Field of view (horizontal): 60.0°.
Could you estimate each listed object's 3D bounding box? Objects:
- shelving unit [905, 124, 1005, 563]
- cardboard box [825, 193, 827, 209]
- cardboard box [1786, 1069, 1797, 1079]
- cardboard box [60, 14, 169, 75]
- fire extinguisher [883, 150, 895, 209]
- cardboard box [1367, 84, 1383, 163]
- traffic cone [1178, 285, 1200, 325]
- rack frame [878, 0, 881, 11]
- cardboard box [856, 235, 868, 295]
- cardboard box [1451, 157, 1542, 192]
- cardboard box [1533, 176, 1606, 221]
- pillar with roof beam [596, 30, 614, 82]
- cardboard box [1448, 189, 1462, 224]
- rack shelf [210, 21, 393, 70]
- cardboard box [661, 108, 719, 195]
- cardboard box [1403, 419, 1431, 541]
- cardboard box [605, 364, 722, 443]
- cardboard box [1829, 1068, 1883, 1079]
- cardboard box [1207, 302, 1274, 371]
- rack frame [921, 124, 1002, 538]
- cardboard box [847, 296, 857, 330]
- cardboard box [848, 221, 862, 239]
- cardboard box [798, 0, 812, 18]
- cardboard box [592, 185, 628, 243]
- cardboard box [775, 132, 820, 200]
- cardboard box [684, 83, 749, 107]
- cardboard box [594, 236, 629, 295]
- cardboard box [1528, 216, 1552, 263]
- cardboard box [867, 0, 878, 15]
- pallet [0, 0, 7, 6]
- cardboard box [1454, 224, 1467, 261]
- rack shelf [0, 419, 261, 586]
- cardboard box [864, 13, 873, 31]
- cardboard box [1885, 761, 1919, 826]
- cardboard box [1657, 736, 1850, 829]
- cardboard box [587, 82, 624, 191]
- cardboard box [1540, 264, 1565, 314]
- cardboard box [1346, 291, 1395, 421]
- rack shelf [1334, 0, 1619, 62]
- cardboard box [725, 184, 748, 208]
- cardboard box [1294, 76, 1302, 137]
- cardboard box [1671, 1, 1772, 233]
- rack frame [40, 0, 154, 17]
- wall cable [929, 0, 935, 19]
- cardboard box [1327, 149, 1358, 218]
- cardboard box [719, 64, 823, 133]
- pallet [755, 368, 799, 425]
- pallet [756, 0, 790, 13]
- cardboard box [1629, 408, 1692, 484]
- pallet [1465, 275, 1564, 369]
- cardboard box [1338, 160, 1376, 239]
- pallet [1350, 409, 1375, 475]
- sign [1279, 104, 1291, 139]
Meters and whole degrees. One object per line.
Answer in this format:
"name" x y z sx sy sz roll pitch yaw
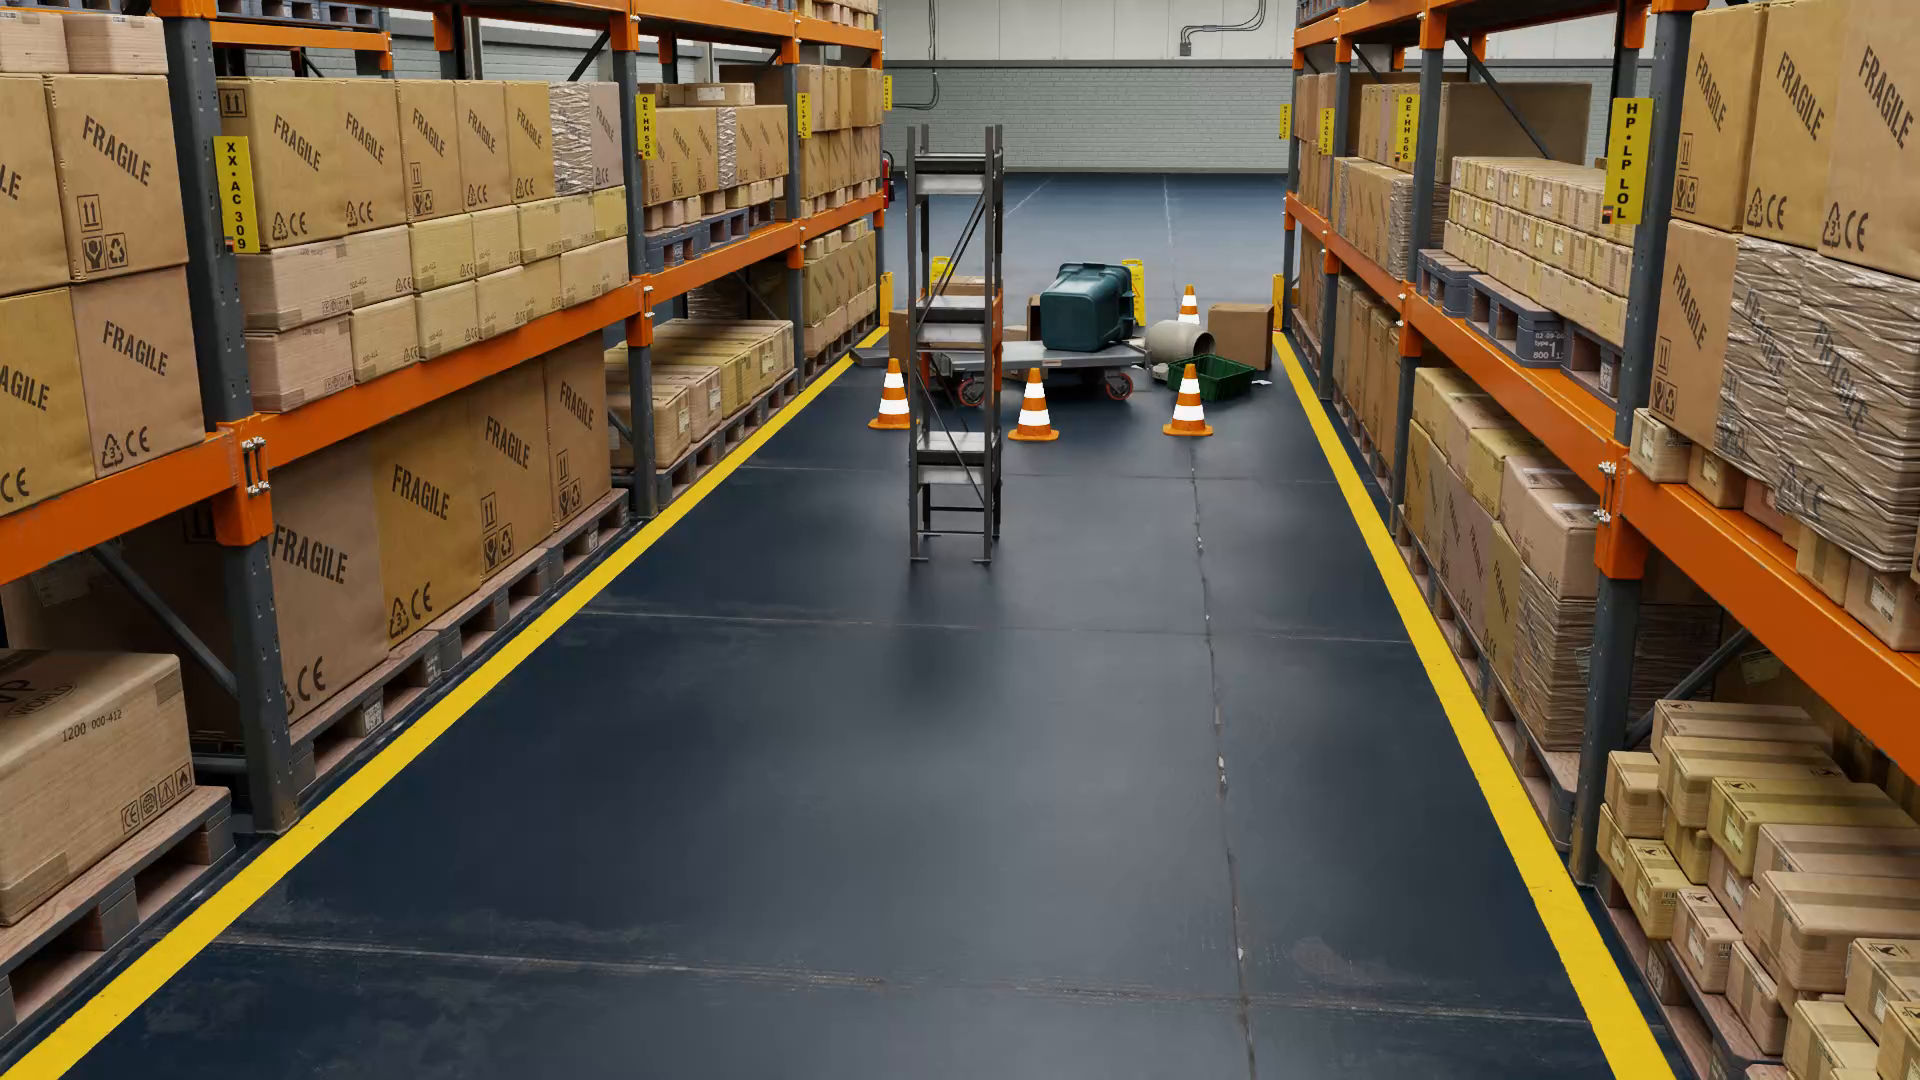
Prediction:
"shelving unit" -0.019 -0.971 8.229 0.431 2.100 0.503 2 15 6
"cardboard box" -1.321 -2.840 13.901 0.380 0.149 0.250 2 15 6
"cardboard box" 1.848 1.171 3.241 0.380 0.149 0.250 1 15 5
"cardboard box" -2.334 -1.299 4.370 0.380 0.149 0.250 1 15 5
"fire extinguisher" -0.791 -3.635 16.508 0.296 0.674 0.183 2 15 6
"cardboard box" 3.110 -2.768 11.046 0.700 0.500 0.500 1 15 5
"traffic cone" 2.197 -2.217 15.973 0.336 0.463 0.334 2 15 6
"rack frame" -1.262 -6.553 15.656 1.000 3.000 0.127 2 15 6
"cardboard box" -1.149 -2.543 15.347 0.500 0.500 0.500 2 15 8
"cardboard box" 2.520 -1.716 7.797 0.380 0.149 0.250 2 15 6
"cardboard box" 2.313 -1.241 6.043 0.380 0.149 0.250 1 15 4
"pillar with roof beam" -1.537 -9.529 26.664 9.100 9.000 0.400 2 15 6
"cardboard box" 2.511 -1.568 7.821 0.380 0.149 0.250 2 15 9
"rack shelf" -6.420 -4.384 14.760 1.077 0.370 4.000 2 15 6
"cardboard box" -1.779 -2.360 10.076 0.500 0.500 0.500 2 15 7
"cardboard box" 2.432 -0.282 7.944 0.500 0.500 0.500 1 15 4
"cardboard box" -2.016 -0.854 10.303 0.950 0.372 0.625 1 15 5
"cardboard box" 1.792 1.090 2.973 0.380 0.149 0.250 2 15 7
"cardboard box" 2.372 -1.727 14.087 0.500 0.500 0.500 4 16 16
"rack frame" 0.009 -1.034 8.463 0.400 2.100 0.015 2 15 6
"cardboard box" -1.206 -2.045 14.940 0.500 0.250 0.500 1 15 4
"cardboard box" -1.099 -2.829 15.163 0.380 0.149 0.250 2 15 7
"cardboard box" -1.347 -4.086 12.760 0.380 0.149 0.250 2 15 6
"cardboard box" -1.967 -1.618 8.227 0.500 0.250 0.500 2 15 6
"cardboard box" -1.387 -2.917 12.942 0.500 0.500 0.500 2 15 6
"cardboard box" -1.613 -2.950 11.015 0.380 0.149 0.250 1 15 4
"cardboard box" -1.964 -1.371 8.272 0.500 0.250 0.500 1 15 4
"cardboard box" 2.308 -1.101 6.094 0.380 0.149 0.250 2 15 7
"cardboard box" -1.052 -5.035 15.508 0.500 0.250 0.500 2 15 6
"pallet" -6.986 -3.553 10.669 1.003 0.211 1.213 2 15 9
"cardboard box" 2.484 -1.364 7.637 0.380 0.149 0.250 2 15 9
"rack shelf" -2.842 0.322 3.104 1.077 0.370 4.000 2 15 6
"cardboard box" -1.020 -4.817 15.465 0.380 0.149 0.250 2 15 7
"cardboard box" 2.543 0.629 4.107 0.380 0.149 0.250 2 15 7
"cardboard box" 1.979 0.614 4.161 0.380 0.149 0.250 2 15 9
"cardboard box" -1.963 -1.971 8.097 0.500 0.500 0.500 1 15 5
"cardboard box" 2.275 -0.884 5.863 0.380 0.149 0.250 1 15 4
"cardboard box" 3.123 -1.203 10.869 1.050 0.750 0.750 2 15 6
"rack shelf" 2.991 -3.082 9.944 1.077 0.370 4.000 2 15 6
"cardboard box" -1.626 -2.295 11.079 0.380 0.149 0.250 2 15 6
"cardboard box" 3.588 -4.036 15.484 0.875 0.550 0.550 2 15 6
"cardboard box" 2.021 -0.989 3.898 0.500 0.500 0.500 2 15 8
"rack frame" -6.646 -2.764 13.139 1.000 3.000 0.127 2 15 6
"wall cable" 0.551 -15.909 46.531 3.097 2.526 0.112 2 15 6
"cardboard box" 3.246 -2.668 12.495 0.875 0.550 0.550 2 15 6
"cardboard box" -1.448 -3.402 12.818 0.700 0.500 0.500 2 15 6
"pallet" -1.800 -1.071 12.219 1.003 0.211 1.213 2 15 6
"pallet" -1.889 -3.820 11.655 1.213 0.211 1.003 2 15 6
"cardboard box" 1.957 -0.240 4.283 0.380 0.149 0.250 2 15 8
"pallet" 2.583 -0.855 6.445 1.003 0.211 1.213 2 15 6
"cardboard box" 2.834 -2.289 11.187 0.500 0.500 0.500 2 15 7
"pallet" 3.069 -0.634 10.602 1.003 0.211 1.213 2 15 6
"sign" 3.117 -4.011 15.939 0.100 0.325 0.005 2 15 6
